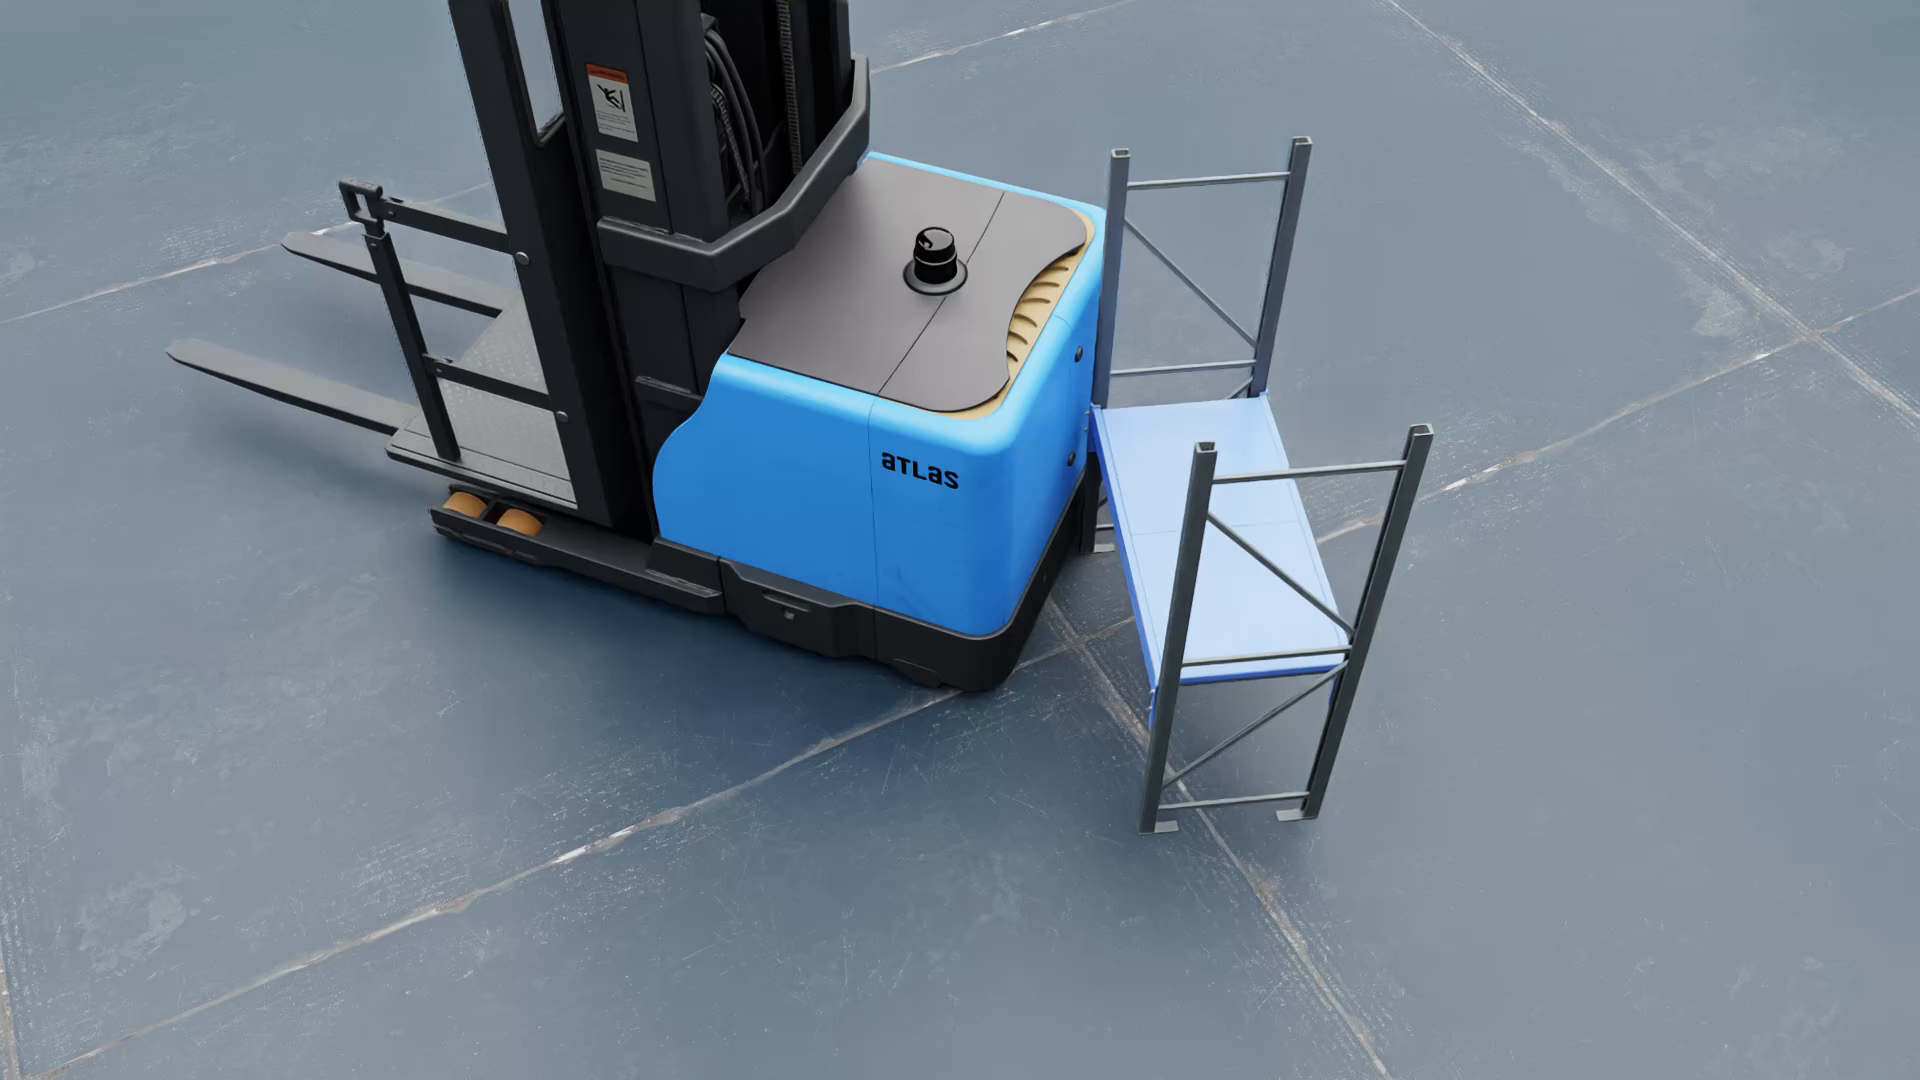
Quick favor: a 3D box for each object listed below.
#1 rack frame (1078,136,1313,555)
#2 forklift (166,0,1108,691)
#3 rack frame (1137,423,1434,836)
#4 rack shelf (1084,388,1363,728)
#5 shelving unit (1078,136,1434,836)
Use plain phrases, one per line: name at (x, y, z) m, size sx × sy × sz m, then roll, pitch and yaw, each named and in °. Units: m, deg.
rack frame at (0.623, -0.478, 4.672) m, size 0.500 × 1.500 × 0.032 m, roll -5°, pitch 49°, yaw -4°
forklift at (-1.101, -1.251, 4.397) m, size 3.031 × 2.935 × 1.130 m, roll 17°, pitch 51°, yaw 14°
rack frame at (0.735, 0.282, 4.007) m, size 0.500 × 1.500 × 0.032 m, roll -5°, pitch 49°, yaw -4°
rack shelf at (0.679, 0.021, 4.475) m, size 0.538 × 0.185 × 1.000 m, roll -5°, pitch 49°, yaw -4°
shelving unit at (0.679, -0.098, 4.339) m, size 0.538 × 1.500 × 1.048 m, roll -5°, pitch 49°, yaw -4°
